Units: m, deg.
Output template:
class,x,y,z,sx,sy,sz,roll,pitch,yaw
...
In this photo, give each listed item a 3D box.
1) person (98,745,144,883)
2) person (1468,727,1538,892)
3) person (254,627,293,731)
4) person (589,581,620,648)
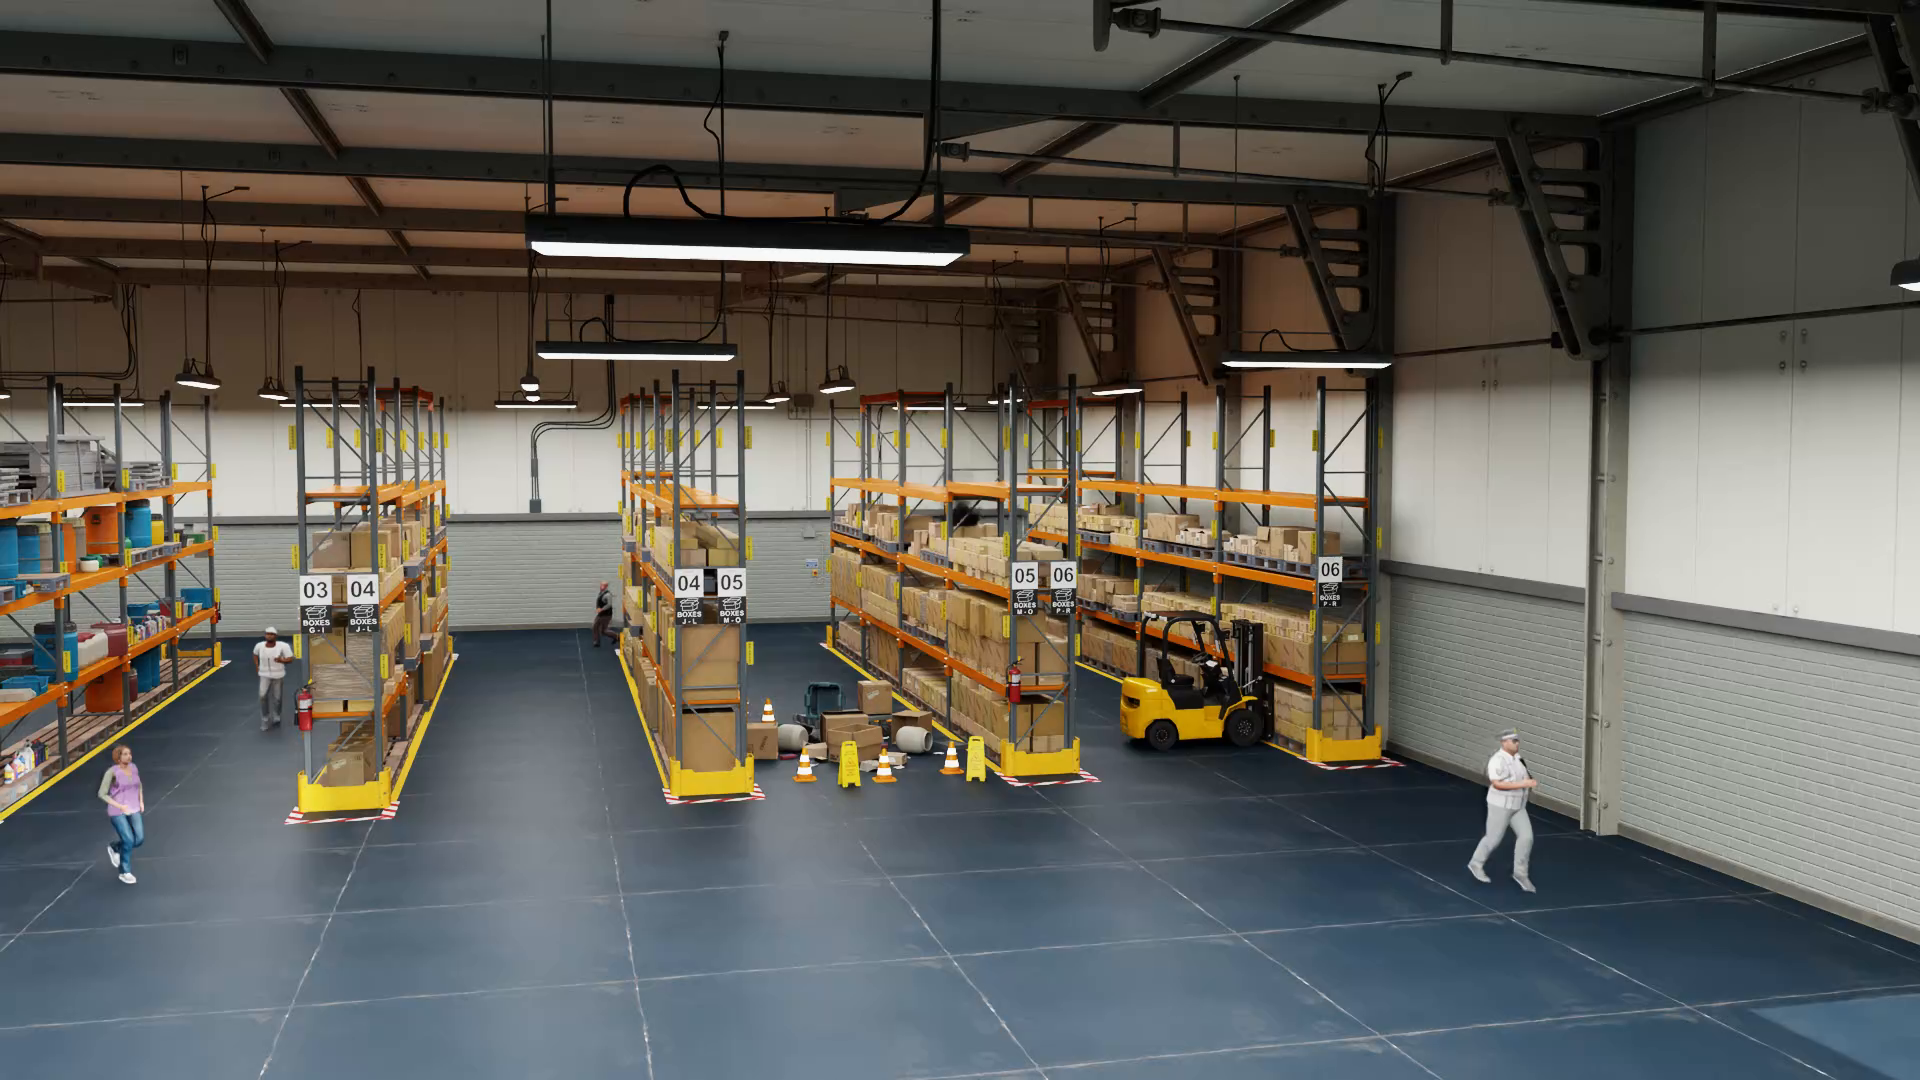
class,x,y,z,sx,sy,sz,roll,pitch,yaw
person,-9.546,3.111,18.929,0.576,1.551,0.565,2,4,24
person,6.098,3.009,18.614,0.652,1.863,0.832,-3,4,-37
person,-11.992,2.410,29.046,0.677,1.820,0.778,-1,4,-16
person,-8.496,1.807,40.056,0.765,1.683,0.738,-2,4,-29
